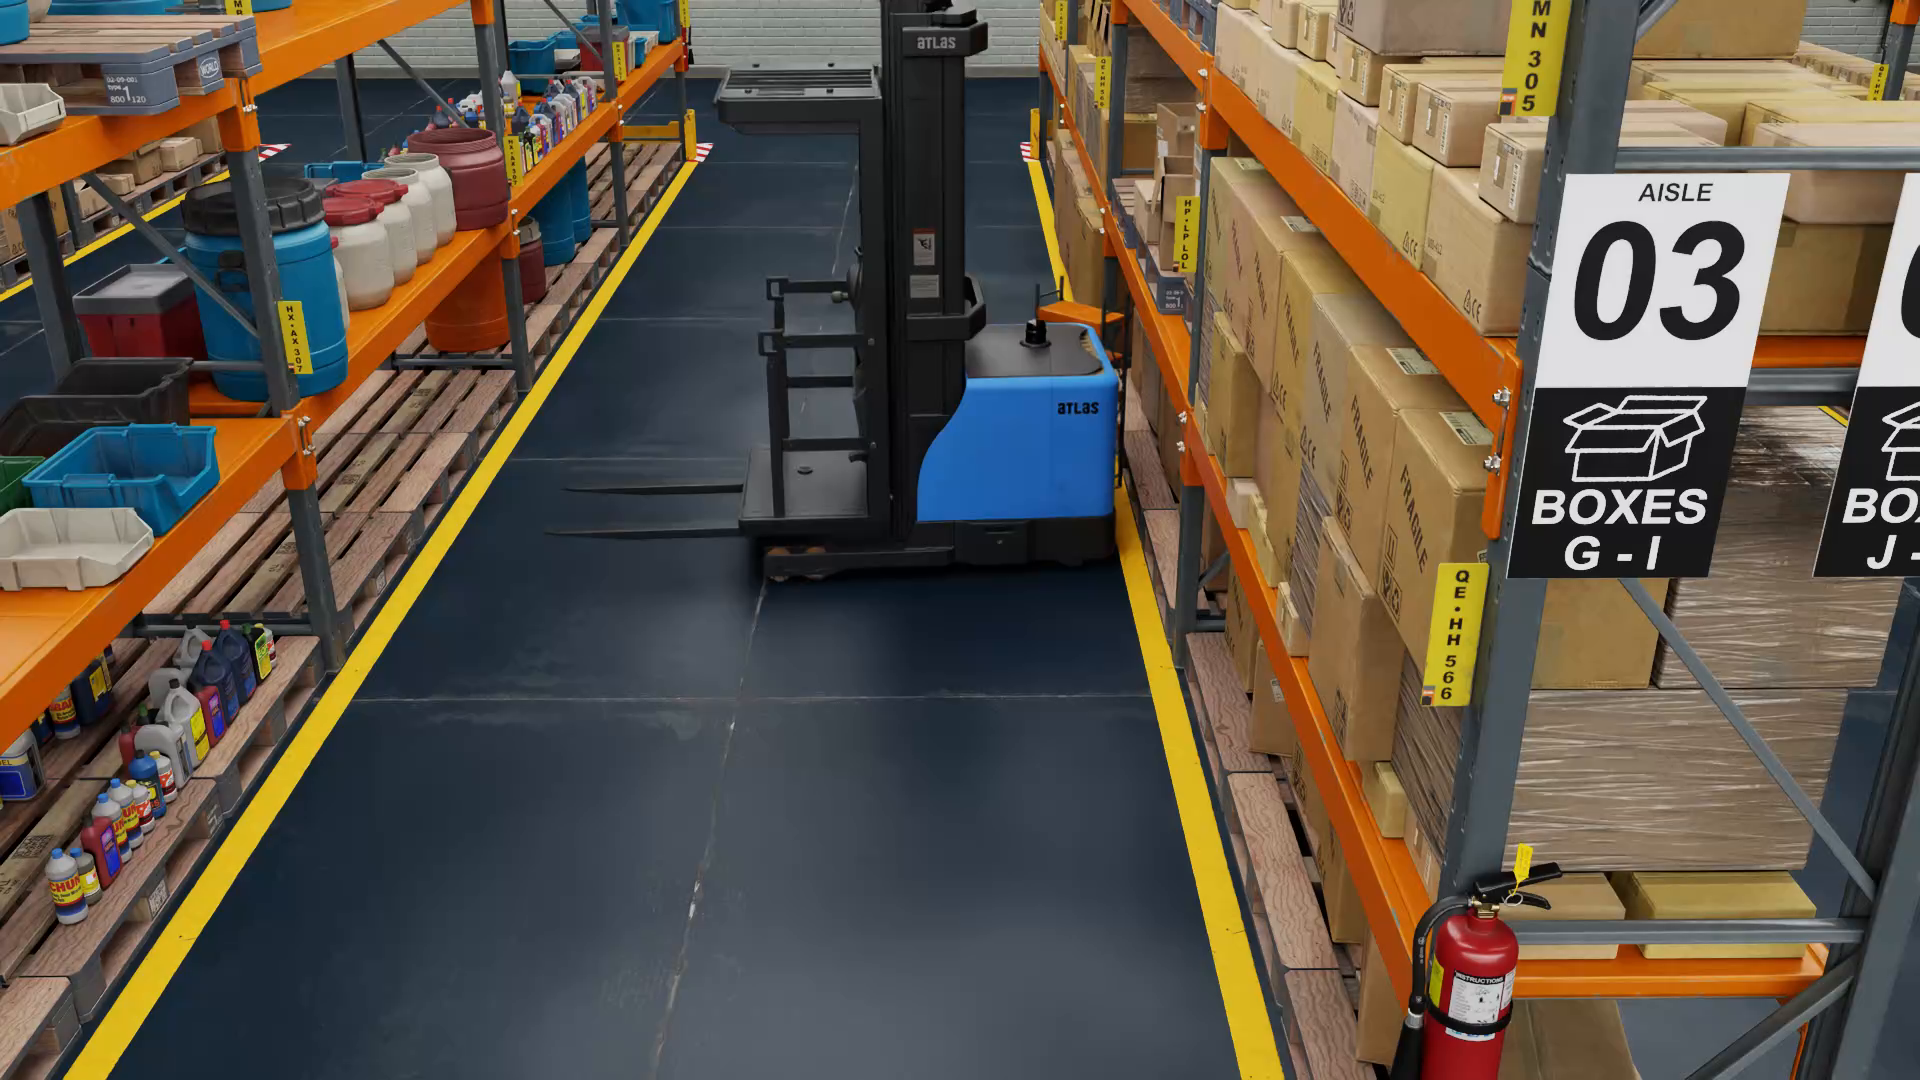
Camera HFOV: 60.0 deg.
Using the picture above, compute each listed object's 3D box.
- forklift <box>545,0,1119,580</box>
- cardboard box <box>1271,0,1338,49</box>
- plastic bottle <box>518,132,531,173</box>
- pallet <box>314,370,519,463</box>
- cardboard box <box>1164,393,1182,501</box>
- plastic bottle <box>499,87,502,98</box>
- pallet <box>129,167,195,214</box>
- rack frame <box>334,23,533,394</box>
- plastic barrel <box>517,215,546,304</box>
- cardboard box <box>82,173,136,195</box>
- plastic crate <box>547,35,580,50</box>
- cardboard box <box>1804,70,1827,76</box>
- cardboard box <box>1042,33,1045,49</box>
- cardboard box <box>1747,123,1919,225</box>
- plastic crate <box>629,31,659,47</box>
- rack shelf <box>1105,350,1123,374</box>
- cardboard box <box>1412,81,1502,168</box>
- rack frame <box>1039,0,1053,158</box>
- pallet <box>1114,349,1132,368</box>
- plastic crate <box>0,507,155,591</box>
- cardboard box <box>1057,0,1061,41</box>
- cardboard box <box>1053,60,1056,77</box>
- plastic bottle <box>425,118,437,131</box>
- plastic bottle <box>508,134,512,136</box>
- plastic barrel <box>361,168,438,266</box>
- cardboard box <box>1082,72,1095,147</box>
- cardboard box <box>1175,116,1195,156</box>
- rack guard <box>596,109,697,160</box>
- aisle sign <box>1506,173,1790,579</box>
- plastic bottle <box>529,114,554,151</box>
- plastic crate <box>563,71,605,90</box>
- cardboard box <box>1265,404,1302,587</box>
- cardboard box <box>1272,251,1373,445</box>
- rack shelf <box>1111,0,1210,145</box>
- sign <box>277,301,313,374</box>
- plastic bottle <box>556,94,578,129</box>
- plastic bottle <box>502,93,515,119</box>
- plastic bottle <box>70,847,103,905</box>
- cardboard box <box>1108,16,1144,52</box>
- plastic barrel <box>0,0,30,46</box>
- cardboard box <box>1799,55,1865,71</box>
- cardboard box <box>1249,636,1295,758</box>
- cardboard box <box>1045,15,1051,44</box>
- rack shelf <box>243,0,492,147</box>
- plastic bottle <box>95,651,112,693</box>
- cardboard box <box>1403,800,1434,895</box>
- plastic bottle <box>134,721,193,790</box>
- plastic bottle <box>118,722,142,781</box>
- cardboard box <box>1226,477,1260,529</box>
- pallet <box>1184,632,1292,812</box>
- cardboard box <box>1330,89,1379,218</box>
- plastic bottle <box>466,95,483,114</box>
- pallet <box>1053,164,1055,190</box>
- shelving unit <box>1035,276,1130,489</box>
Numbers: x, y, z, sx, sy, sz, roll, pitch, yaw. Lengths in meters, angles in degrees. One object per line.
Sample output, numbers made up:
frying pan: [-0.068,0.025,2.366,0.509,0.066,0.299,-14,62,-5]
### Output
forklift: [-0.708,-1.348,8.673,3.031,2.935,1.130,-2,24,-3]
cardboard box: [1.228,-1.688,5.400,0.380,0.149,0.250,-1,24,-2]
plastic bottle: [-3.120,-2.774,11.885,0.061,0.283,0.133,0,24,-1]
pallet: [-3.508,-0.811,10.788,1.003,0.211,1.213,0,24,-1]
cardboard box: [1.541,-0.517,9.253,0.700,0.500,0.500,-2,24,-5]
plastic bottle: [-3.893,-3.650,13.830,0.152,0.276,0.135,0,24,-1]
pallet: [-8.497,-3.545,16.833,1.003,0.211,1.213,0,24,-1]
rack frame: [-3.478,-2.401,10.919,1.000,3.000,0.127,0,24,-1]
plastic barrel: [-3.512,-2.161,12.804,0.600,0.588,0.708,0,24,-1]
cardboard box: [-8.282,-3.469,16.184,0.380,0.166,0.250,0,24,-1]
plastic crate: [-3.874,-4.879,16.529,0.416,0.233,0.300,0,24,-1]
cardboard box: [5.962,-3.274,11.921,0.380,0.149,0.250,0,24,1]
cardboard box: [1.069,-5.247,17.515,0.380,0.149,0.250,-1,24,-2]
cardboard box: [1.790,-0.722,3.264,0.380,0.149,0.250,0,24,-1]
plastic crate: [-3.375,-5.270,17.509,0.396,0.136,0.243,0,24,-1]
rack shelf: [0.703,-1.043,9.721,0.480,0.148,0.258,21,32,38]
cardboard box: [1.249,-0.940,3.747,0.380,0.149,0.250,-1,24,-3]
rack frame: [1.388,-5.720,18.257,1.000,3.000,0.127,0,24,-1]
pallet: [1.542,-1.478,12.262,1.003,0.211,1.213,0,24,-1]
plastic crate: [-3.163,0.035,5.853,0.530,0.136,0.437,0,24,-1]
cardboard box: [1.158,-4.875,15.301,0.500,0.500,0.500,0,24,0]
cardboard box: [1.089,-4.506,15.877,0.380,0.149,0.250,0,24,0]
plastic bottle: [-3.921,-2.984,12.349,0.061,0.283,0.133,0,24,-1]
plastic bottle: [-3.199,-2.761,11.870,0.097,0.271,0.097,0,24,0]
plastic barrel: [-3.248,-1.856,9.577,0.421,0.512,0.421,0,24,0]
cardboard box: [1.209,-3.300,12.786,0.500,0.500,0.500,0,24,0]
cardboard box: [1.627,-2.209,9.862,0.700,0.500,0.500,3,25,7]
rack guard: [-3.578,-4.569,18.745,1.175,0.500,0.348,0,24,-1]
aisle sign: [1.263,-0.285,3.085,0.394,0.787,0.004,0,24,-1]
plastic bottle: [-3.174,-3.096,12.606,0.152,0.276,0.135,0,24,-1]
plastic crate: [-3.383,-4.149,15.031,0.396,0.136,0.243,0,24,-1]
cardboard box: [1.502,-0.153,5.465,0.875,0.500,0.500,0,24,-1]
cardboard box: [1.298,-0.607,5.257,0.500,0.500,0.500,0,24,-1]
rack shelf: [1.497,-2.638,8.677,1.077,0.370,4.000,0,24,-1]
sign: [-2.884,-0.877,7.213,0.100,0.325,0.005,0,24,-1]
plastic bottle: [-3.184,-3.474,13.441,0.152,0.276,0.135,0,24,-1]
plastic bottle: [-3.769,-3.624,13.864,0.097,0.201,0.097,0,24,0]
plastic bottle: [-3.100,1.179,5.866,0.097,0.201,0.097,0,24,0]
cardboard box: [1.479,-3.496,12.001,0.797,0.503,0.637,0,24,1]
plastic barrel: [-3.530,-2.129,5.559,0.600,0.901,0.708,0,24,-1]
cardboard box: [6.610,-3.588,12.616,0.380,0.149,0.250,-1,24,-1]
cardboard box: [1.497,0.573,6.866,0.500,0.500,0.500,8,25,16]
cardboard box: [1.137,-5.167,16.856,0.500,0.250,0.500,-1,24,-2]
rack shelf: [-3.456,-2.616,8.627,1.077,0.370,4.000,0,24,-1]
plastic bottle: [-3.732,0.550,7.157,0.061,0.283,0.133,0,24,-1]
cardboard box: [1.351,0.768,4.217,0.380,0.149,0.250,0,24,-1]
plastic bottle: [-3.135,0.831,6.545,0.152,0.276,0.135,0,24,0]
plastic bottle: [-3.242,0.828,6.541,0.061,0.283,0.133,0,24,-1]
cardboard box: [1.214,-0.159,6.266,0.380,0.149,0.250,0,24,-1]
pallet: [1.561,0.772,7.287,1.003,0.211,1.213,0,24,-1]
cardboard box: [1.298,-1.040,4.451,0.500,0.250,0.500,0,24,1]
plastic bottle: [-3.887,-3.419,13.320,0.152,0.276,0.135,0,24,-1]
pallet: [1.485,-3.619,16.996,1.003,0.211,1.213,0,24,-1]
shelving unit: [0.703,-0.901,9.785,0.503,1.200,0.258,21,32,38]
